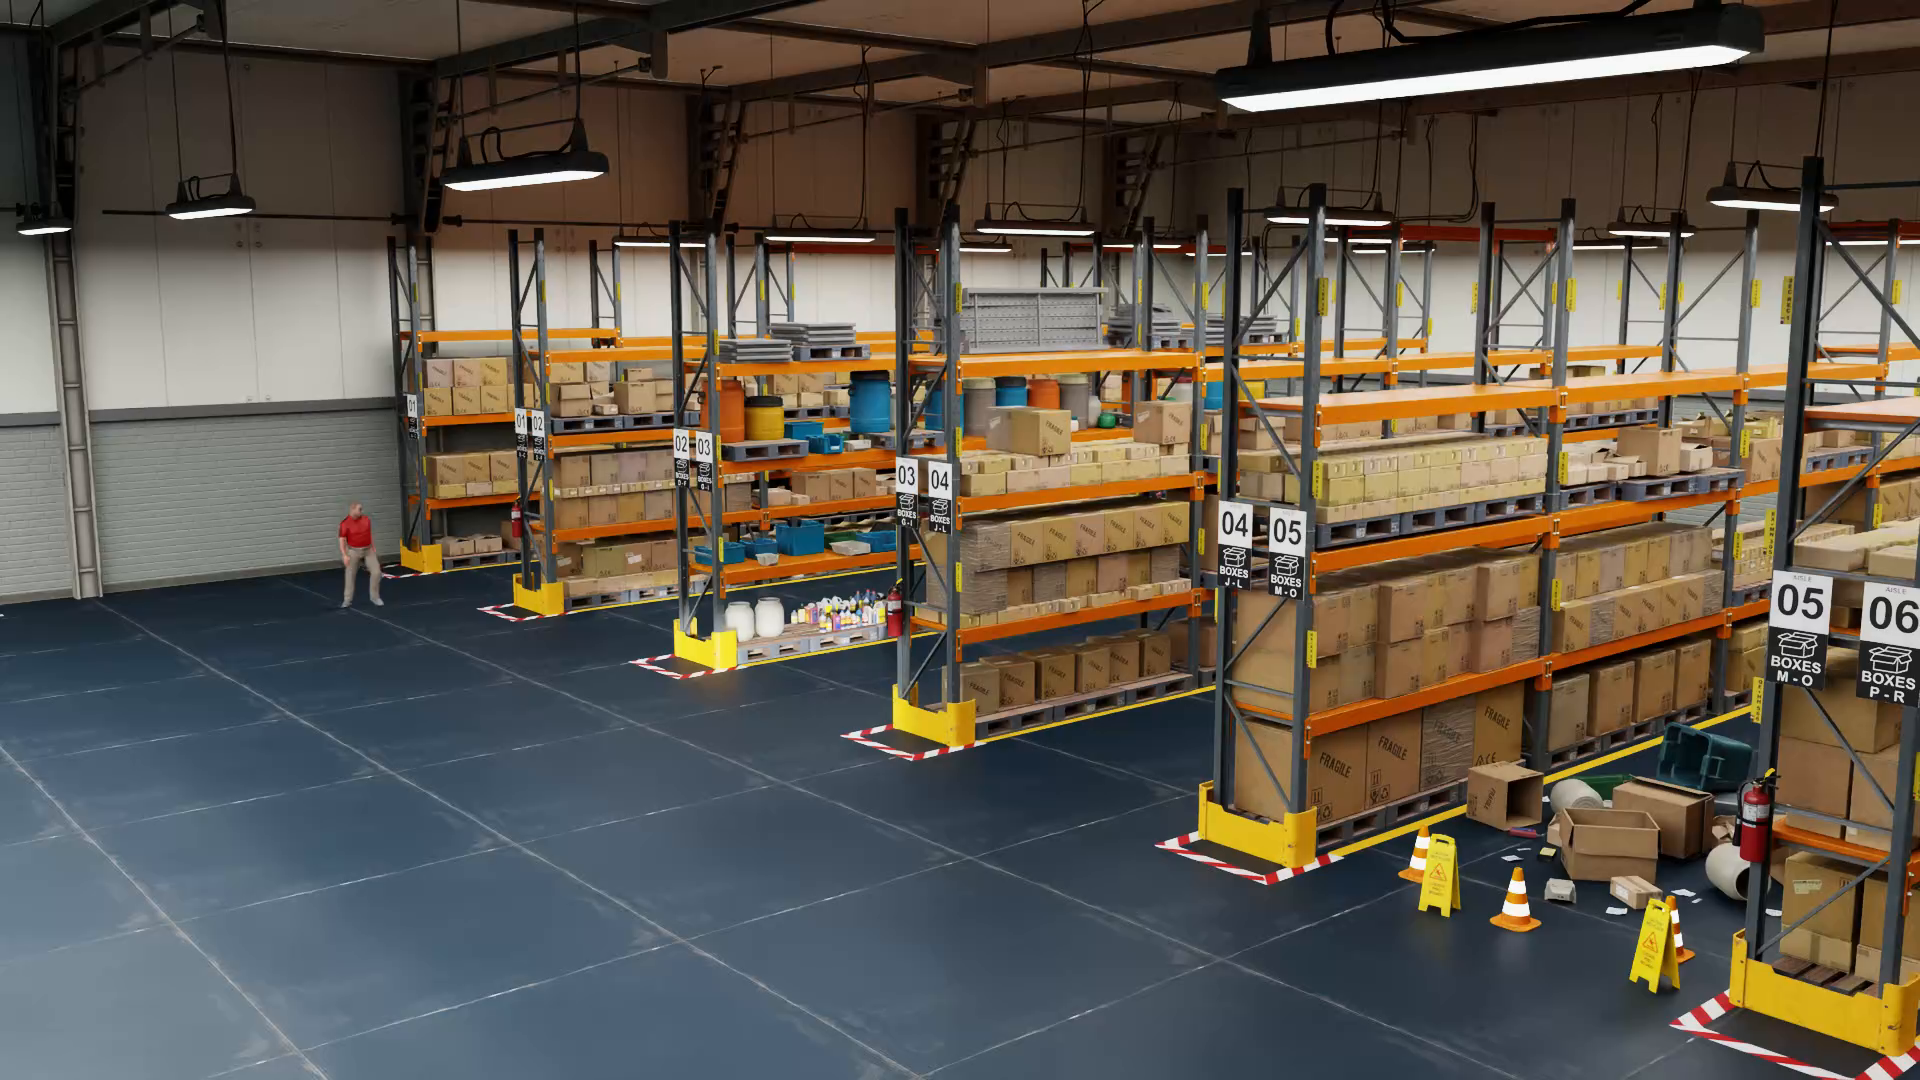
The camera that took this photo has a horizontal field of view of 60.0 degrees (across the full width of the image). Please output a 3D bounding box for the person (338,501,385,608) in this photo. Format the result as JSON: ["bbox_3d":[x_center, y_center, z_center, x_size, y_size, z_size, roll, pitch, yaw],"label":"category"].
[{"bbox_3d":[-9.657,0.253,26.740,0.674,1.781,0.533,-8,12,-41],"label":"person"}]
